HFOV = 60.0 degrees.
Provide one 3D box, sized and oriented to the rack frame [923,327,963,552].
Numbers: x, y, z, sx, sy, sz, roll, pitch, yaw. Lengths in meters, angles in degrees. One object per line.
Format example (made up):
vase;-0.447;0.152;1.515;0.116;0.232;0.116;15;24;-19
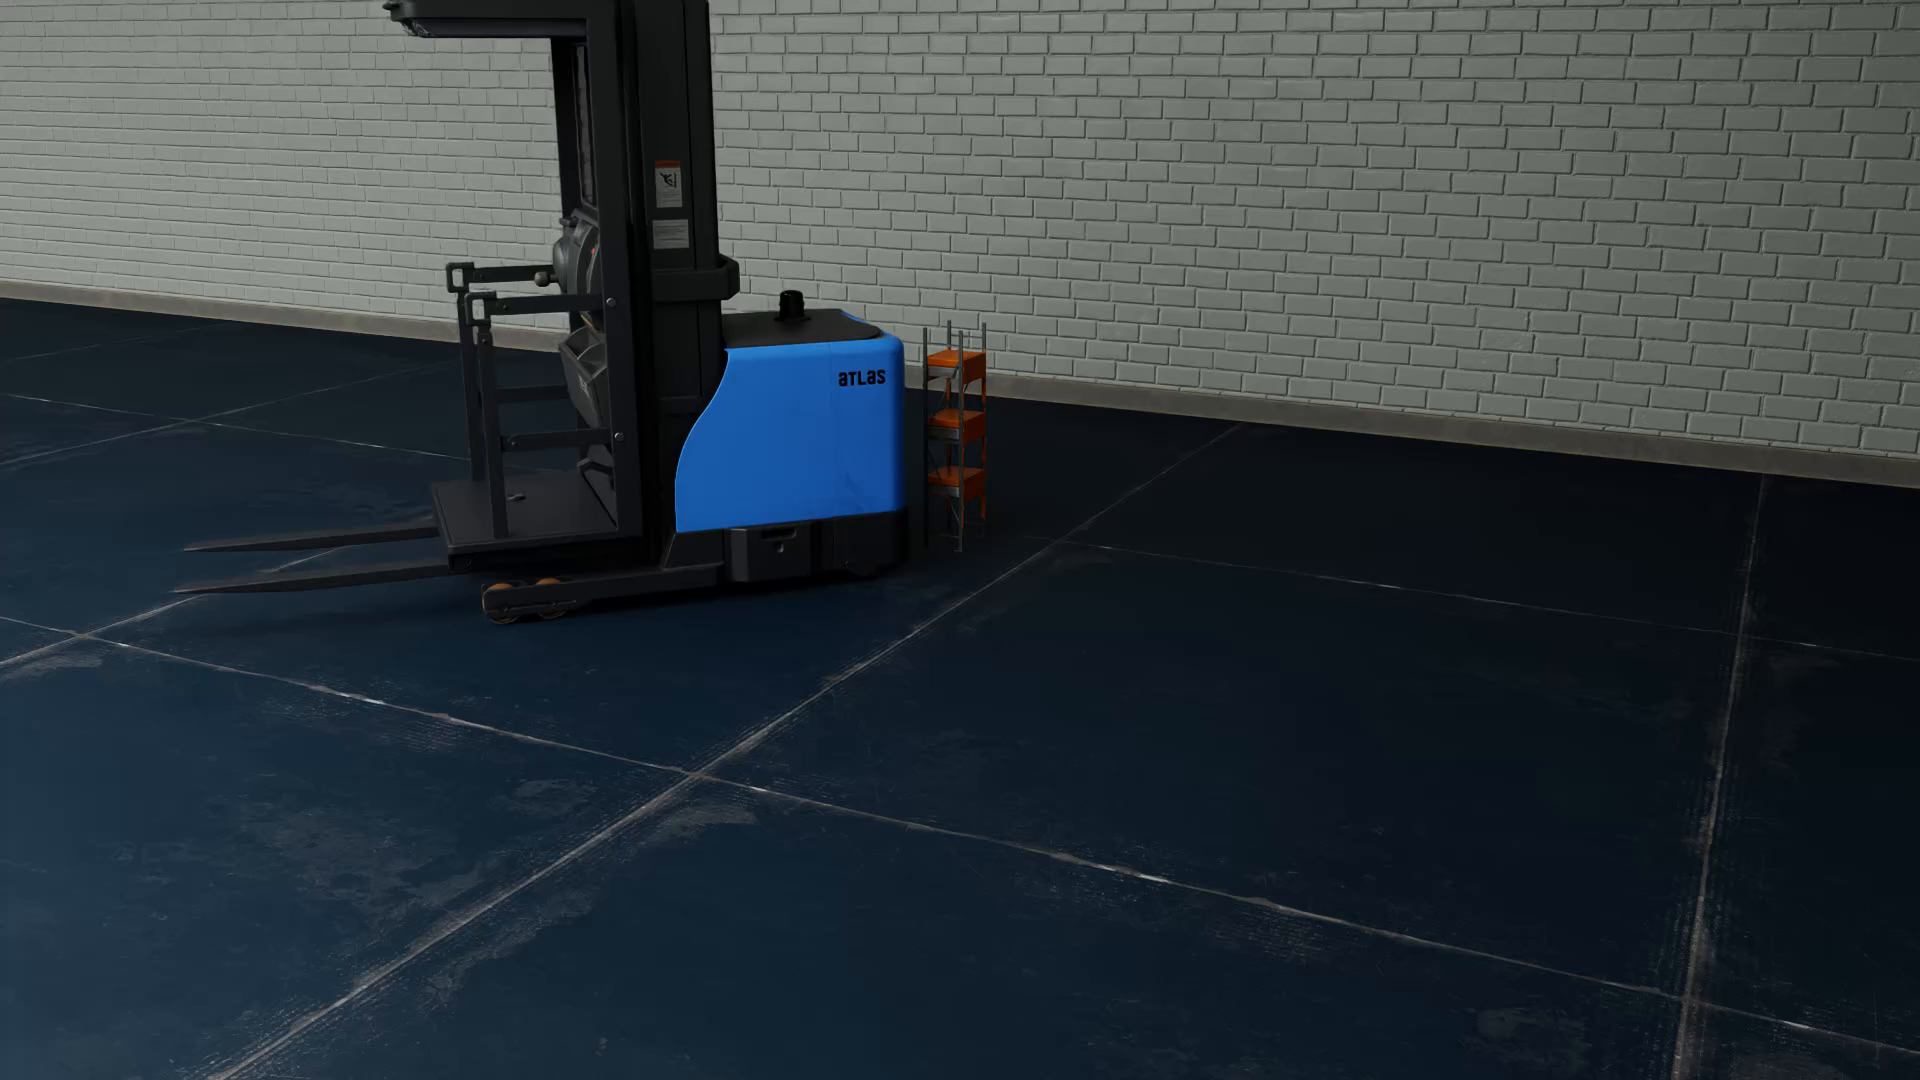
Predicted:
rack frame;-0.078;-0.459;7.724;0.200;1.050;0.008;8;18;25

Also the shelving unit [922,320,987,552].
shelving unit;-0.024;-0.490;7.829;0.215;1.050;0.252;8;18;25

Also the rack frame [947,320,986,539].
rack frame;0.031;-0.521;7.934;0.200;1.050;0.008;8;18;25

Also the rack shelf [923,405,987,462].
rack shelf;-0.024;-0.479;7.832;0.215;0.259;0.240;8;18;25

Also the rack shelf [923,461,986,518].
rack shelf;-0.024;-0.213;7.911;0.215;0.259;0.240;8;18;25

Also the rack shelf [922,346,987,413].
rack shelf;-0.024;-0.752;7.751;0.215;0.259;0.240;8;18;25

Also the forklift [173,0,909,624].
forklift;-1.801;-1.228;7.010;3.031;2.935;1.130;-6;18;-20
